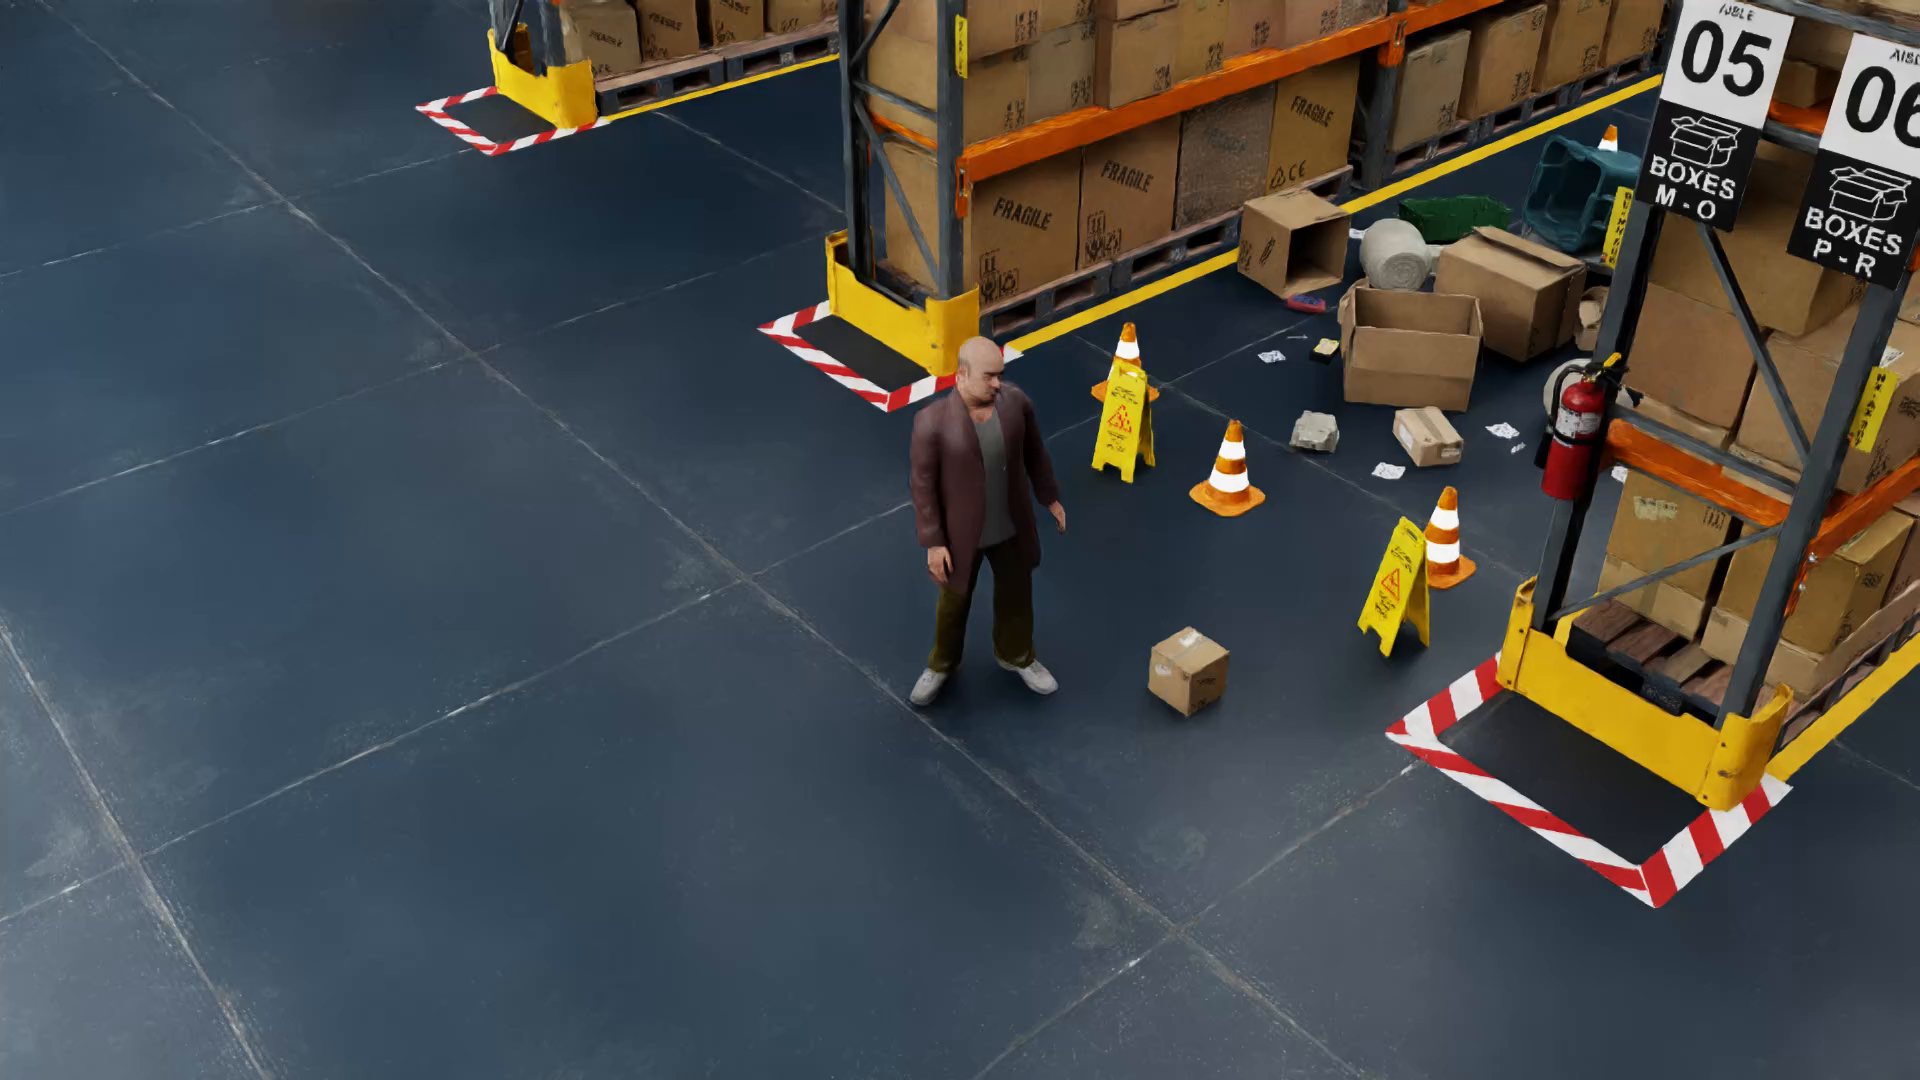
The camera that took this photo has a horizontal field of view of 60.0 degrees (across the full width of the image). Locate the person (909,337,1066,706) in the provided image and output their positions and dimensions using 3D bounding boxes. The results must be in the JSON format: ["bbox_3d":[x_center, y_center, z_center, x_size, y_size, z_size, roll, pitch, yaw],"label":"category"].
[{"bbox_3d":[0.113,-0.061,7.125,0.736,1.787,0.432,-14,38,-19],"label":"person"}]
